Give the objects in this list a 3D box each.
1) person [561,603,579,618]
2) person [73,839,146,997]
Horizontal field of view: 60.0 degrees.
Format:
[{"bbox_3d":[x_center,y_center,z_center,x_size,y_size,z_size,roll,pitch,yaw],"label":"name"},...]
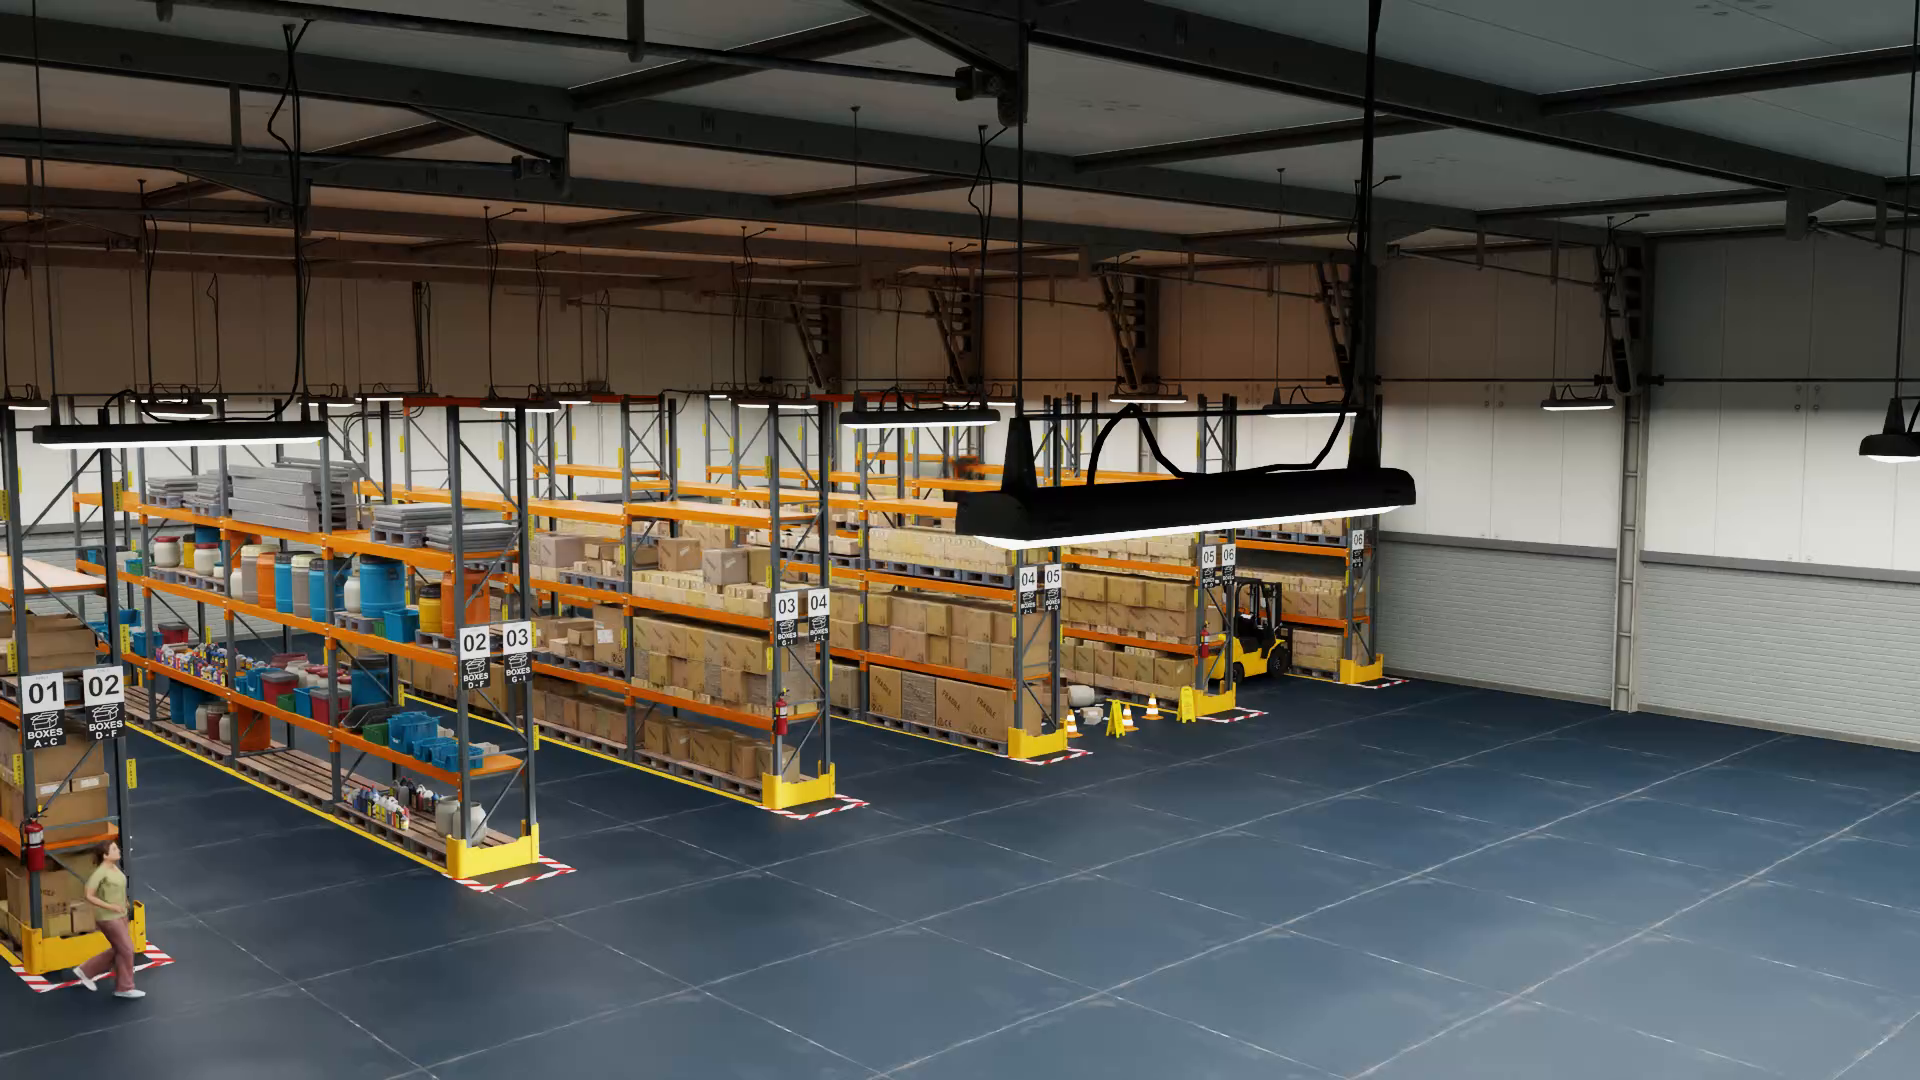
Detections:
[{"bbox_3d":[-9.677,1.492,40.946,0.945,1.755,0.652,-3,6,-30],"label":"person"},{"bbox_3d":[-8.737,3.896,17.020,0.686,1.649,0.626,0,6,-5],"label":"person"}]
